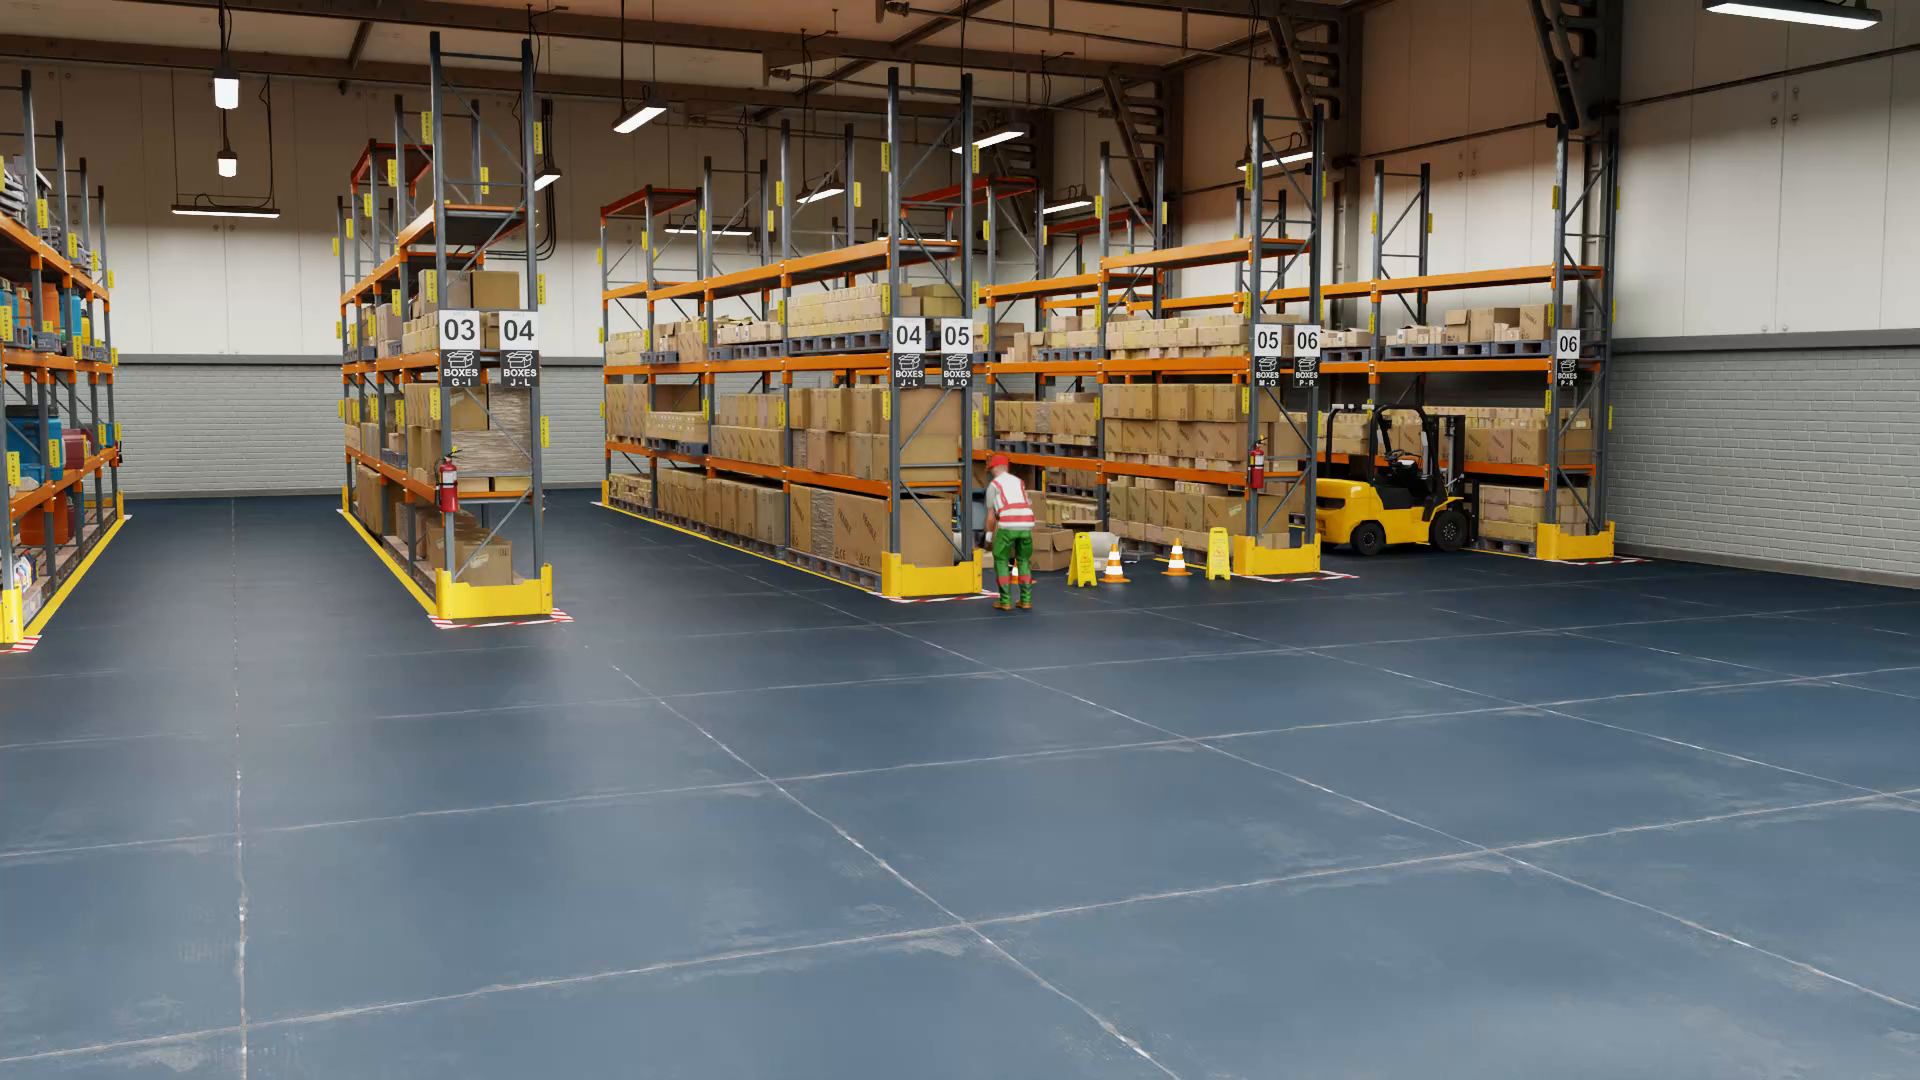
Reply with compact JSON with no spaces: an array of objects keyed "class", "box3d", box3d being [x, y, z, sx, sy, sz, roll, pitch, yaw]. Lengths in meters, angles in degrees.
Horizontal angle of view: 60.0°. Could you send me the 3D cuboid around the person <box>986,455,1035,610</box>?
[{"class":"person","box3d":[0.524,-0.096,18.236,0.489,1.669,0.691,-2,6,-25]}]
